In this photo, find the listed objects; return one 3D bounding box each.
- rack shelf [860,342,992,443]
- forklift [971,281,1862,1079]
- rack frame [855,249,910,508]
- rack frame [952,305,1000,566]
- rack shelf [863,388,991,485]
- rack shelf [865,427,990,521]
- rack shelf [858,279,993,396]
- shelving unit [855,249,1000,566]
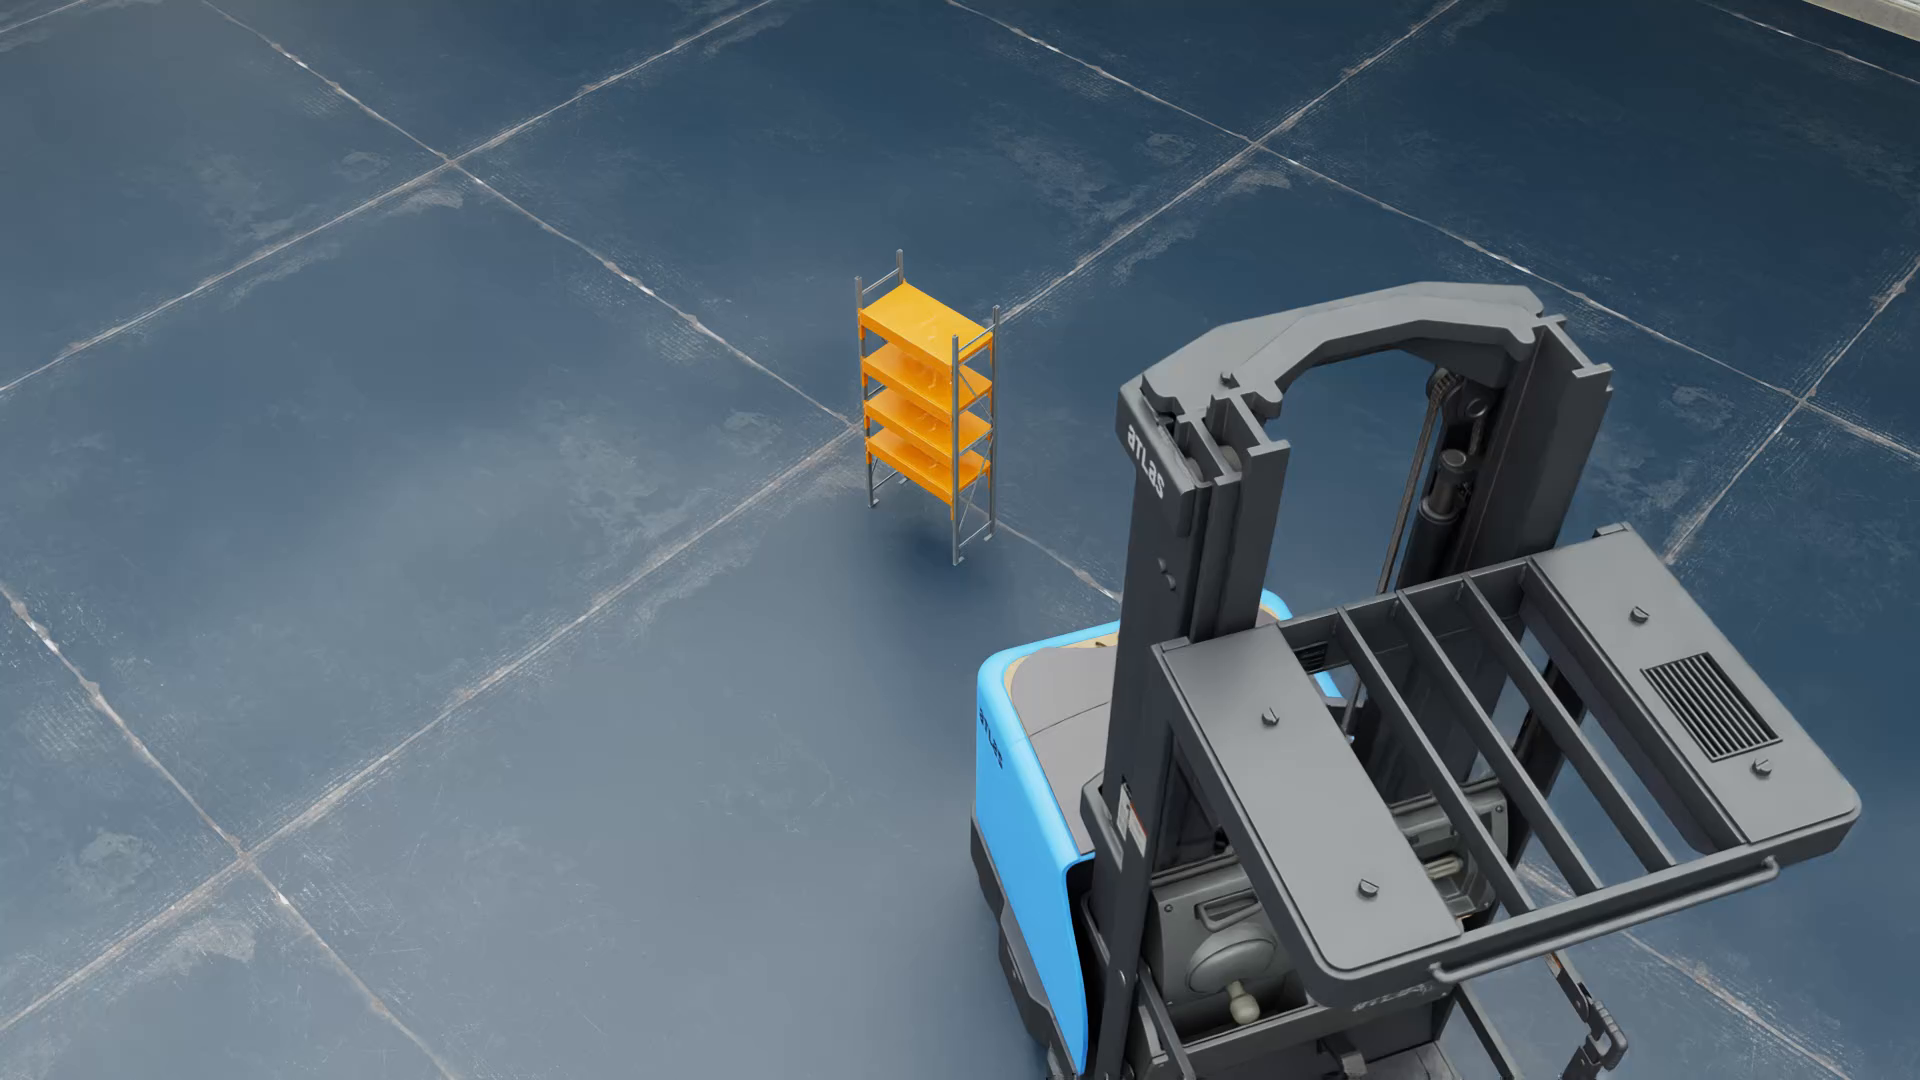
[{"bbox_3d":[-0.122,-0.600,6.384,0.480,0.148,0.258,34,55,28],"label":"rack shelf"},{"bbox_3d":[0.982,0.997,3.912,1.130,2.935,3.031,-14,48,-12],"label":"forklift"},{"bbox_3d":[-0.301,-0.613,6.611,0.015,1.200,0.240,34,55,28],"label":"rack frame"},{"bbox_3d":[0.058,-0.372,6.385,0.015,1.200,0.240,34,55,28],"label":"rack frame"},{"bbox_3d":[-0.122,-0.446,6.547,0.480,0.148,0.258,34,55,28],"label":"rack shelf"},{"bbox_3d":[-0.122,-0.311,6.692,0.480,0.148,0.258,34,55,28],"label":"rack shelf"},{"bbox_3d":[-0.122,-0.762,6.211,0.480,0.148,0.258,34,55,28],"label":"rack shelf"},{"bbox_3d":[-0.122,-0.493,6.498,0.503,1.200,0.258,34,55,28],"label":"shelving unit"}]
